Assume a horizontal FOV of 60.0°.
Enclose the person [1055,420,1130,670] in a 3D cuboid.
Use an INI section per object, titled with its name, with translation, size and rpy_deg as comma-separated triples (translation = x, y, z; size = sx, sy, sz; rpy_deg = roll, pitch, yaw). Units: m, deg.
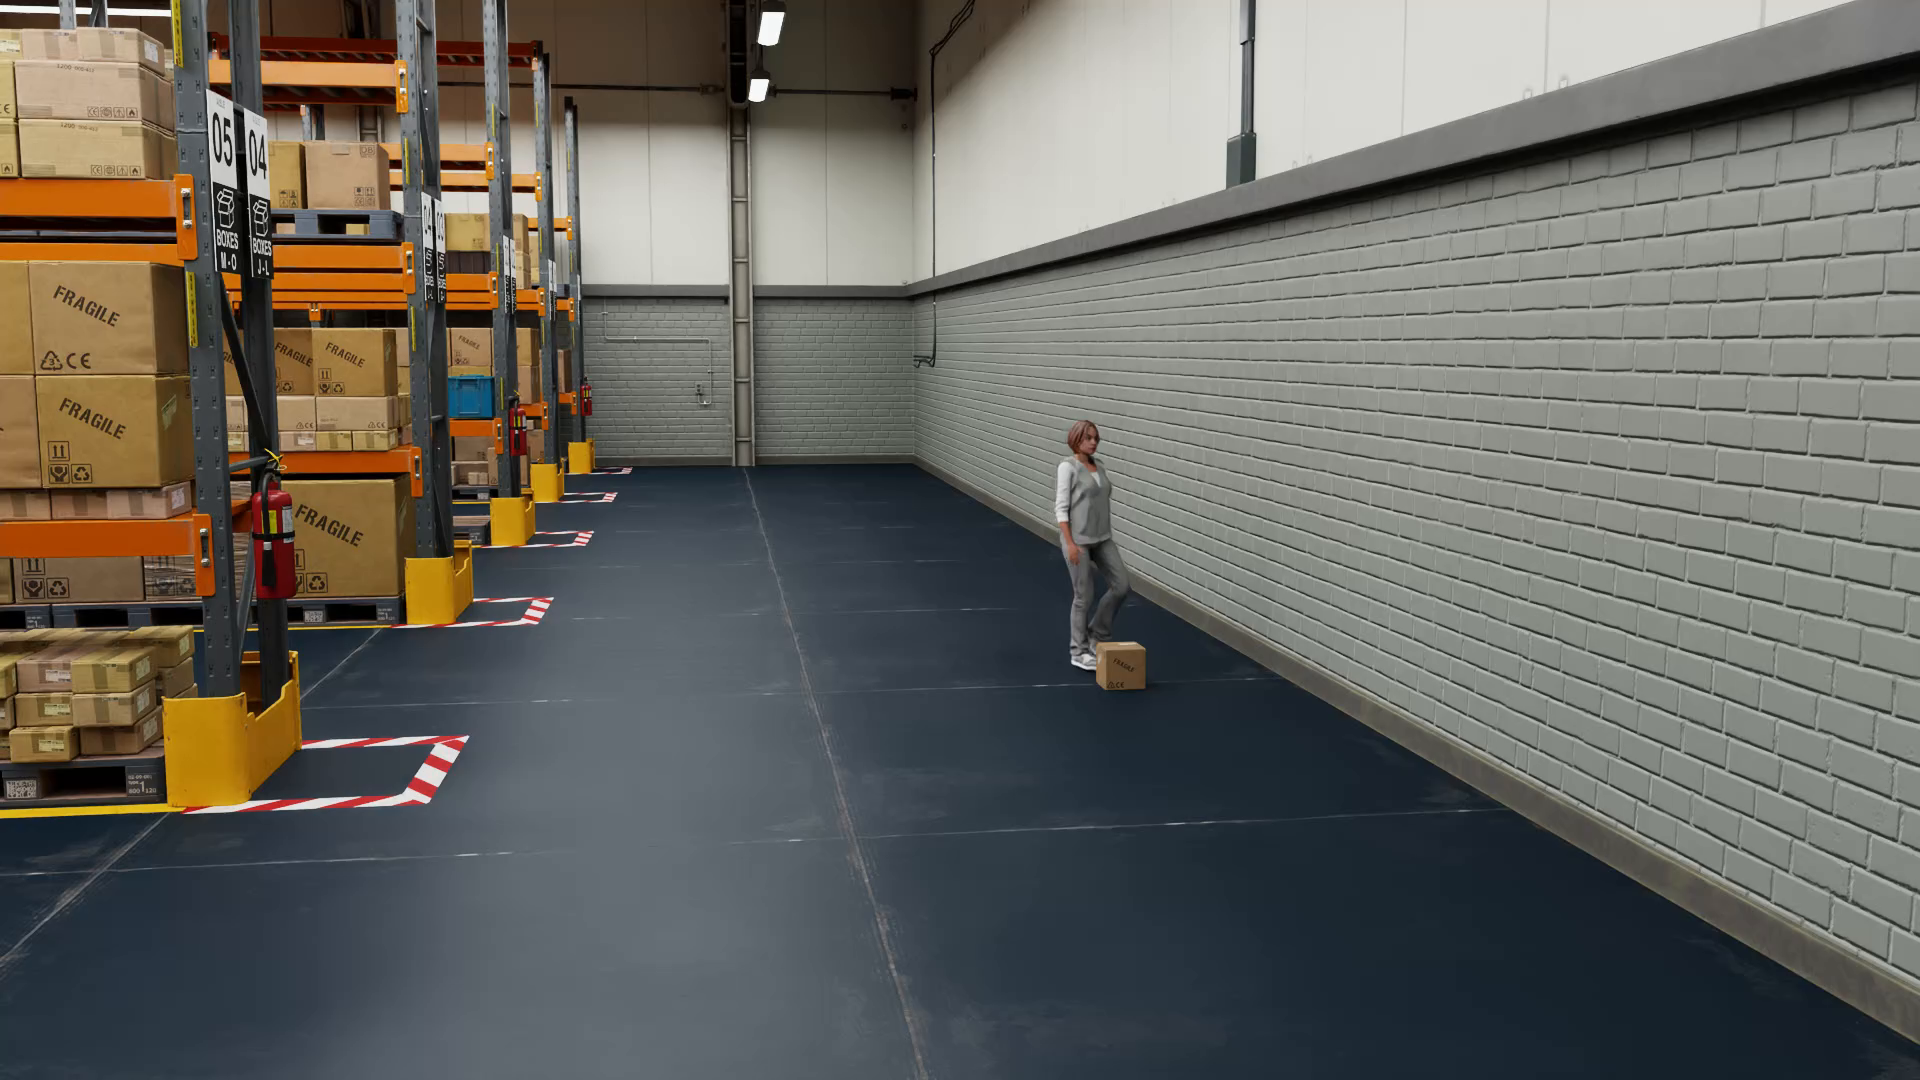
[person]
translation = 0.838, 0.041, 10.607
size = 0.466, 1.604, 0.408
rpy_deg = -5, 8, -36
